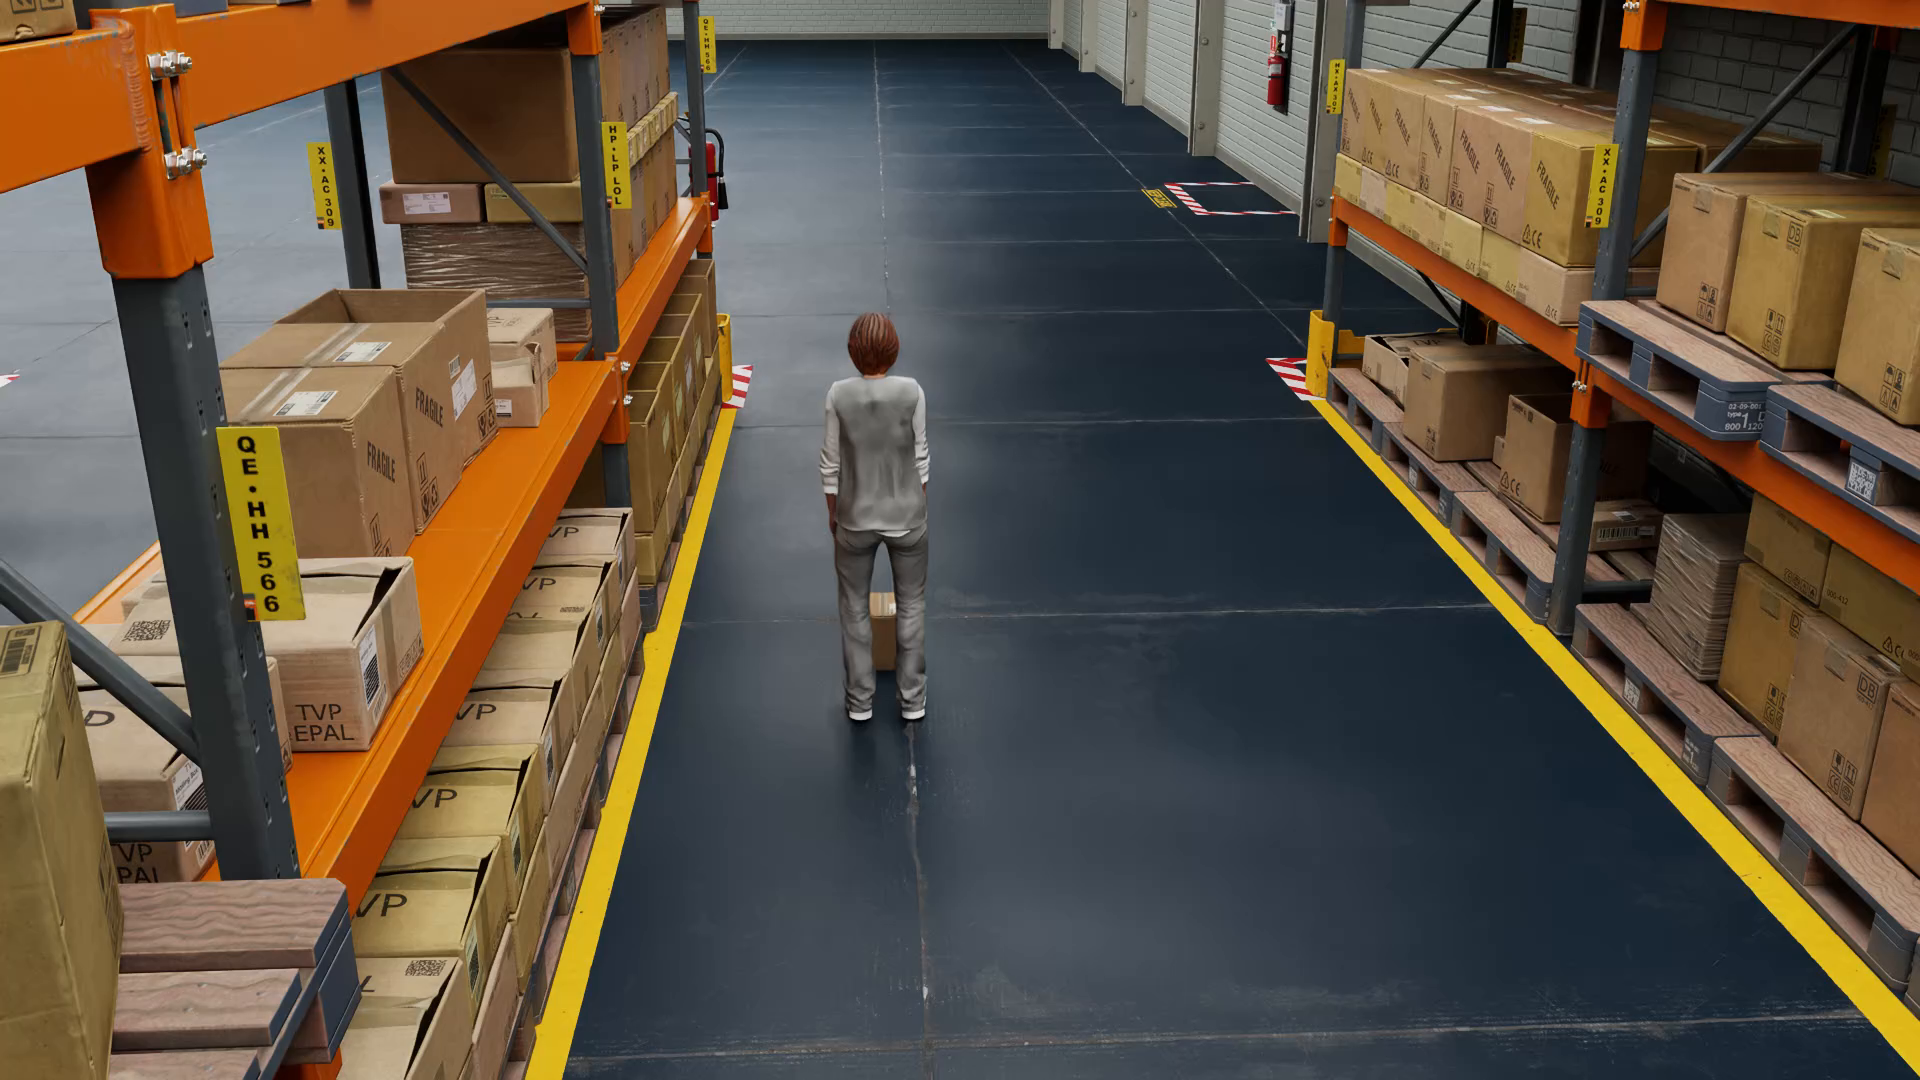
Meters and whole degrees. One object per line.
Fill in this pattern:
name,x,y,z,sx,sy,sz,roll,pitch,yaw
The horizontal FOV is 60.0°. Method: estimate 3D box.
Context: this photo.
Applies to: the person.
person,-0.319,-0.057,6.292,0.412,1.571,0.316,-1,21,-3
